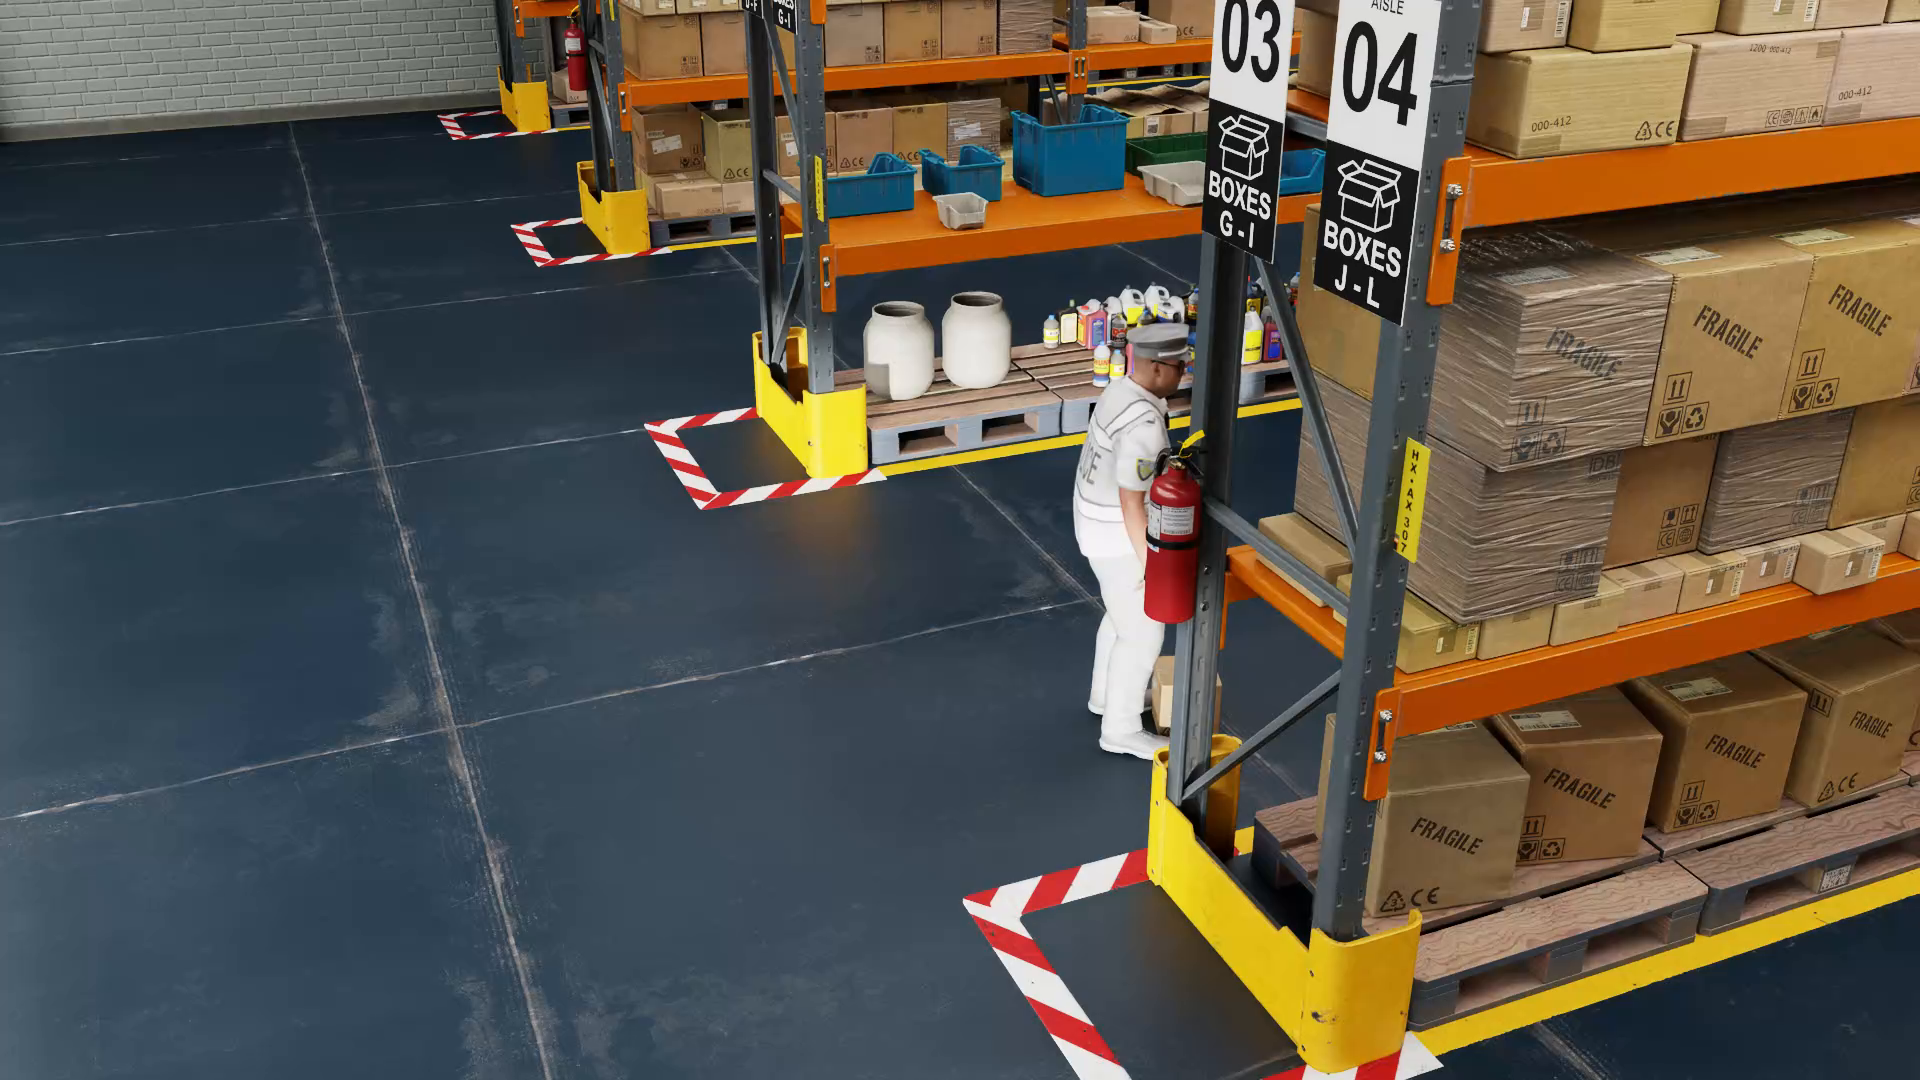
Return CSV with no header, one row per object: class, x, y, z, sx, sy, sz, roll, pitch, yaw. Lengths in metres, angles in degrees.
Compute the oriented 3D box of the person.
person,0.674,-0.012,6.626,0.436,1.748,0.586,-1,26,-2
